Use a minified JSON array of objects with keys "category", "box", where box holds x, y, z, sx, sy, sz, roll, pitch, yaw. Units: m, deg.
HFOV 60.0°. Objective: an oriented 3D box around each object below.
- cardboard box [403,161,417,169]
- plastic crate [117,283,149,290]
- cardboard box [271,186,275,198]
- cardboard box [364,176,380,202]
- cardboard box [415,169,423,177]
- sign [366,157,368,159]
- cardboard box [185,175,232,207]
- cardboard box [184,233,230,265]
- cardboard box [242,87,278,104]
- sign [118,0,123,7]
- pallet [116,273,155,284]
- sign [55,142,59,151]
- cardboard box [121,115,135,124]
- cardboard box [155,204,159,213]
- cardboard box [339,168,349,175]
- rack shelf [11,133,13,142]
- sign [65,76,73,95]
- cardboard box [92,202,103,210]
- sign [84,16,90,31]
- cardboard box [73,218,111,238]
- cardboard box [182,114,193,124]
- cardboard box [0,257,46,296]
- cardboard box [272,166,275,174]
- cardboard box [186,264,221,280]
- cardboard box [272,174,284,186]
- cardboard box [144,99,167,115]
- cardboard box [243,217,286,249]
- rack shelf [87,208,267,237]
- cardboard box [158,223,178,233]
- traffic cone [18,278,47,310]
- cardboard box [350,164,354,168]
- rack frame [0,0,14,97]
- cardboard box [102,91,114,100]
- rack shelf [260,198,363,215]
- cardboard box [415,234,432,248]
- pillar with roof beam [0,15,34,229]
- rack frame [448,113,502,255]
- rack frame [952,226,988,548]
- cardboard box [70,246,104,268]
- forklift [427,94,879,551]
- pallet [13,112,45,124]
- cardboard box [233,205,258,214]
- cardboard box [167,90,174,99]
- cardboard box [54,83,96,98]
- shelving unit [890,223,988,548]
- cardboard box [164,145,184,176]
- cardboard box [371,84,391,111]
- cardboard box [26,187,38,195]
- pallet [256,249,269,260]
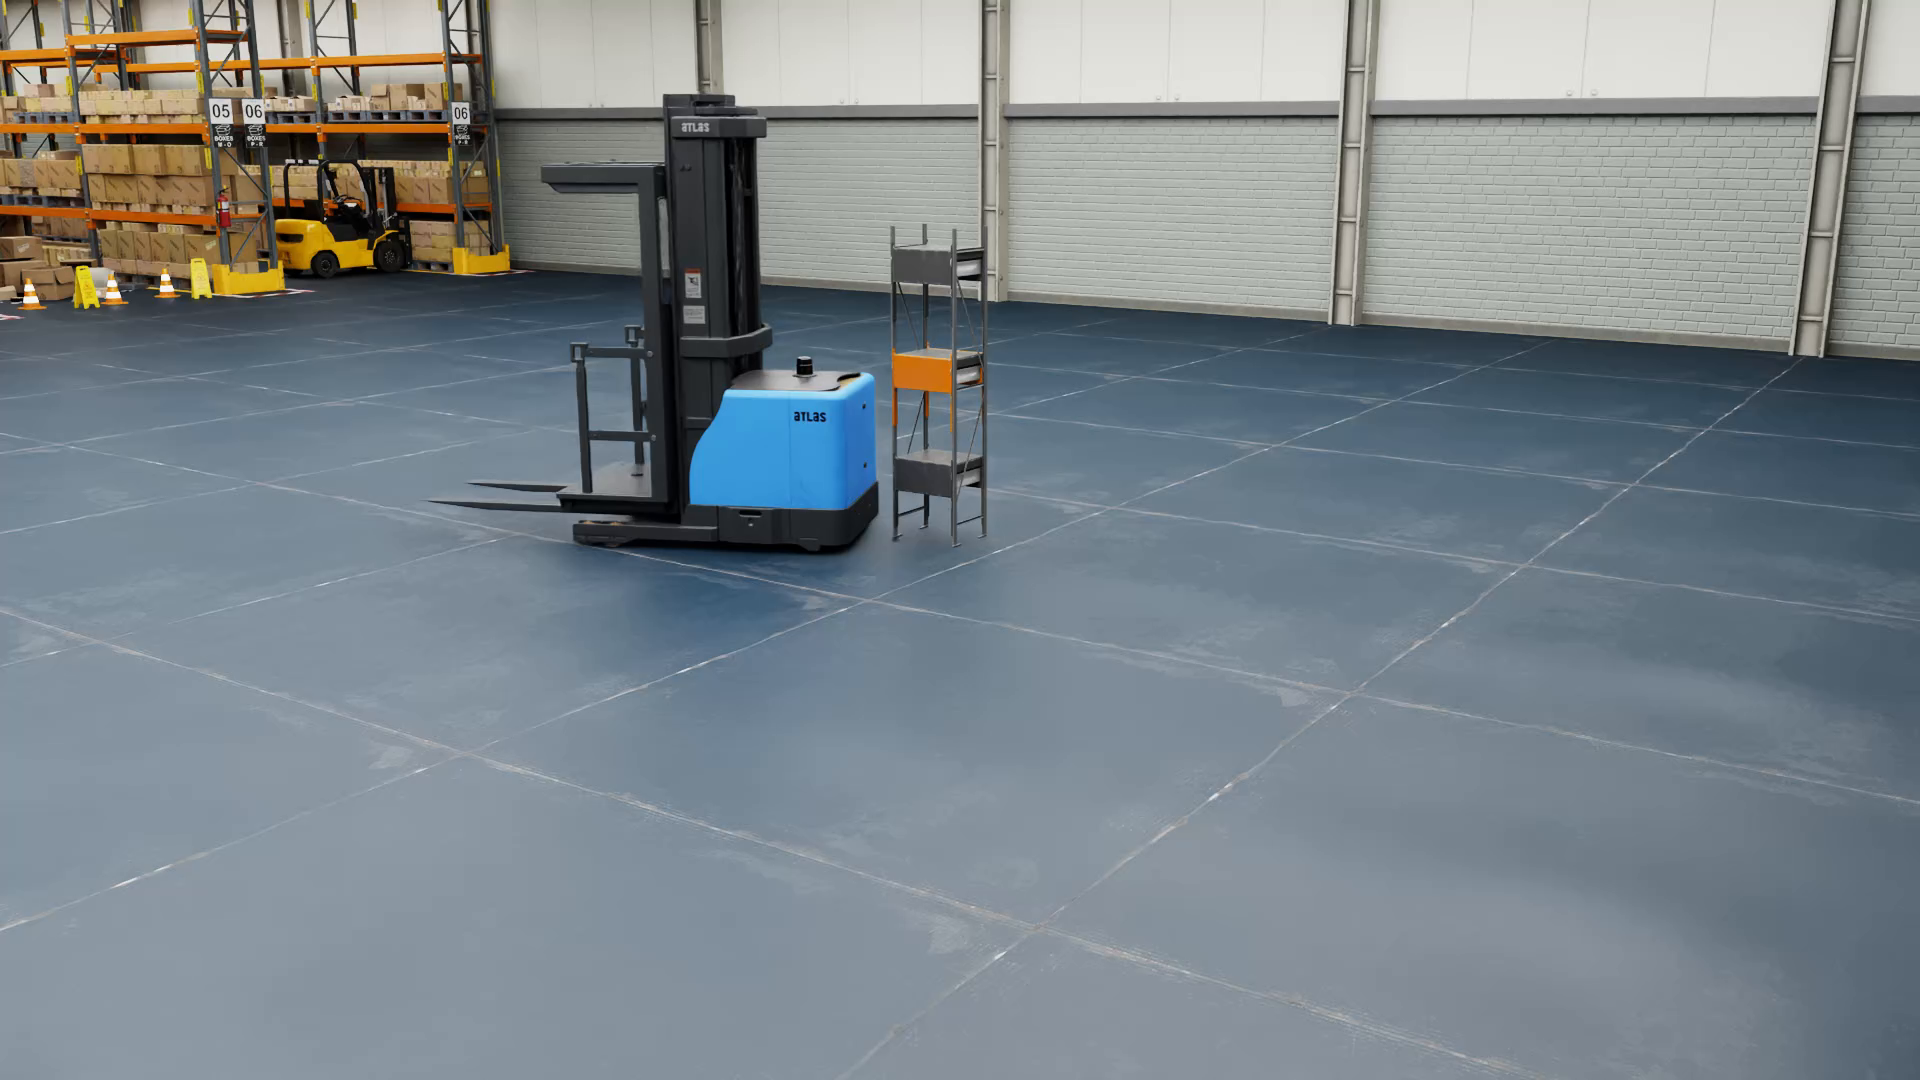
[{"category":"cardboard box","box":[-10.656,-7.327,32.502,0.250,0.149,0.380,10,17,34]},{"category":"plastic crate","box":[-14.585,-4.450,29.135,0.583,0.080,0.402,3,14,14]},{"category":"cardboard box","box":[-14.475,-7.381,35.210,0.500,0.250,0.500,10,17,35]},{"category":"cardboard box","box":[-11.578,-7.035,33.290,0.500,0.500,0.500,9,17,32]},{"category":"cardboard box","box":[-10.397,-7.160,32.448,0.250,0.149,0.380,9,17,32]},{"category":"sign","box":[-12.354,-7.801,34.629,0.005,0.325,0.100,9,17,33]},{"category":"cardboard box","box":[-12.715,-5.916,28.152,0.500,0.500,0.500,9,16,32]},{"category":"cardboard box","box":[-12.921,-4.994,28.542,0.500,0.500,0.500,9,17,33]},{"category":"cardboard box","box":[-14.672,-9.243,34.887,0.500,0.500,0.500,10,17,34]},{"category":"sign","box":[-15.112,-9.751,29.879,0.005,0.325,0.100,9,17,33]},{"category":"pallet","box":[-14.853,-4.805,30.295,1.213,0.211,1.003,9,17,33]},{"category":"sign","box":[-22.294,-9.665,41.055,0.005,0.325,0.100,9,17,33]},{"category":"cardboard box","box":[-14.288,-7.295,28.829,0.250,0.149,0.380,9,16,32]},{"category":"cardboard box","box":[-13.798,-5.800,29.032,0.250,0.149,0.380,9,17,33]},{"category":"cardboard box","box":[-12.329,-7.466,33.681,0.250,0.149,0.380,10,17,34]},{"category":"rack shelf","box":[-20.409,-8.153,33.271,4.000,0.370,1.077,9,17,33]},{"category":"sign","box":[-15.737,-8.029,29.376,0.005,0.325,0.100,9,17,33]},{"category":"cardboard box","box":[-15.348,-6.013,29.896,0.250,0.149,0.380,9,17,33]},{"category":"sign","box":[-19.619,-11.603,37.359,0.005,0.325,0.100,9,17,33]},{"category":"cardboard box","box":[-20.617,-7.469,39.581,0.500,0.500,0.700,8,16,31]},{"category":"cardboard box","box":[-12.788,-7.058,27.874,0.250,0.149,0.380,9,17,33]},{"category":"cardboard box","box":[-15.762,-4.414,27.824,0.503,0.637,0.797,9,17,33]},{"category":"cardboard box","box":[-14.410,-7.782,34.961,0.250,0.149,0.380,9,16,31]},{"category":"cardboard box","box":[-12.952,-4.632,28.642,0.500,0.250,0.500,9,17,33]},{"category":"cardboard box","box":[-14.065,-7.554,34.867,0.500,0.250,0.500,10,17,34]},{"category":"cardboard box","box":[-13.536,-7.384,28.361,0.500,0.250,0.500,10,17,34]},{"category":"cardboard box","box":[-14.926,-6.647,36.000,0.625,0.625,0.875,10,17,35]},{"category":"rack shelf","box":[-13.771,-5.624,29.298,4.000,0.370,1.077,9,17,33]},{"category":"cardboard box","box":[-13.688,-5.415,28.891,0.250,0.149,0.380,10,17,35]},{"category":"traffic cone","box":[-14.438,-3.828,25.822,0.334,0.463,0.336,9,17,33]},{"category":"cardboard box","box":[-12.080,-7.588,33.558,0.250,0.149,0.380,9,16,32]},{"category":"rack frame","box":[-18.749,-9.690,31.741,0.127,3.000,1.000,9,17,33]},{"category":"cardboard box","box":[-14.702,-7.749,29.004,0.250,0.149,0.380,9,17,32]},{"category":"rack shelf","box":[-14.322,-7.151,35.465,4.000,0.370,1.077,9,17,33]},{"category":"cardboard box","box":[-10.332,-5.880,32.640,0.500,0.250,0.500,9,17,32]},{"category":"pillar with roof beam","box":[-26.757,-11.436,38.794,0.400,9.000,9.100,9,17,33]},{"category":"rack frame","box":[-9.344,-6.695,32.128,0.127,3.000,1.000,9,17,33]},{"category":"rack frame","box":[0.065,-1.009,11.028,0.015,2.100,0.400,9,17,33]},{"category":"cardboard box","box":[-15.867,-5.240,30.842,0.625,0.372,0.950,9,17,34]},{"category":"forklift","box":[-2.142,-1.497,11.269,3.031,2.935,1.130,2,14,9]},{"category":"pallet","box":[-16.745,-7.849,30.937,1.003,0.211,1.213,9,17,33]},{"category":"cardboard box","box":[-12.277,-5.670,28.509,0.250,0.149,0.380,9,17,33]},{"category":"cardboard box","box":[-13.153,-7.530,28.120,0.250,0.149,0.380,9,17,33]},{"category":"cardboard box","box":[-15.982,-8.124,30.053,0.500,0.250,0.500,10,17,34]},{"category":"shelving unit","box":[-0.137,-1.041,11.161,0.503,2.100,0.431,9,17,33]},{"category":"cardboard box","box":[-13.072,-6.478,28.341,0.500,0.500,0.700,9,17,33]},{"category":"cardboard box","box":[-11.105,-8.708,32.719,0.637,0.503,0.797,10,17,35]},{"category":"cardboard box","box":[-17.269,-6.553,31.201,0.250,0.149,0.380,10,17,35]},{"category":"pallet","box":[-14.313,-6.133,35.658,1.213,0.211,1.003,9,17,33]}]
